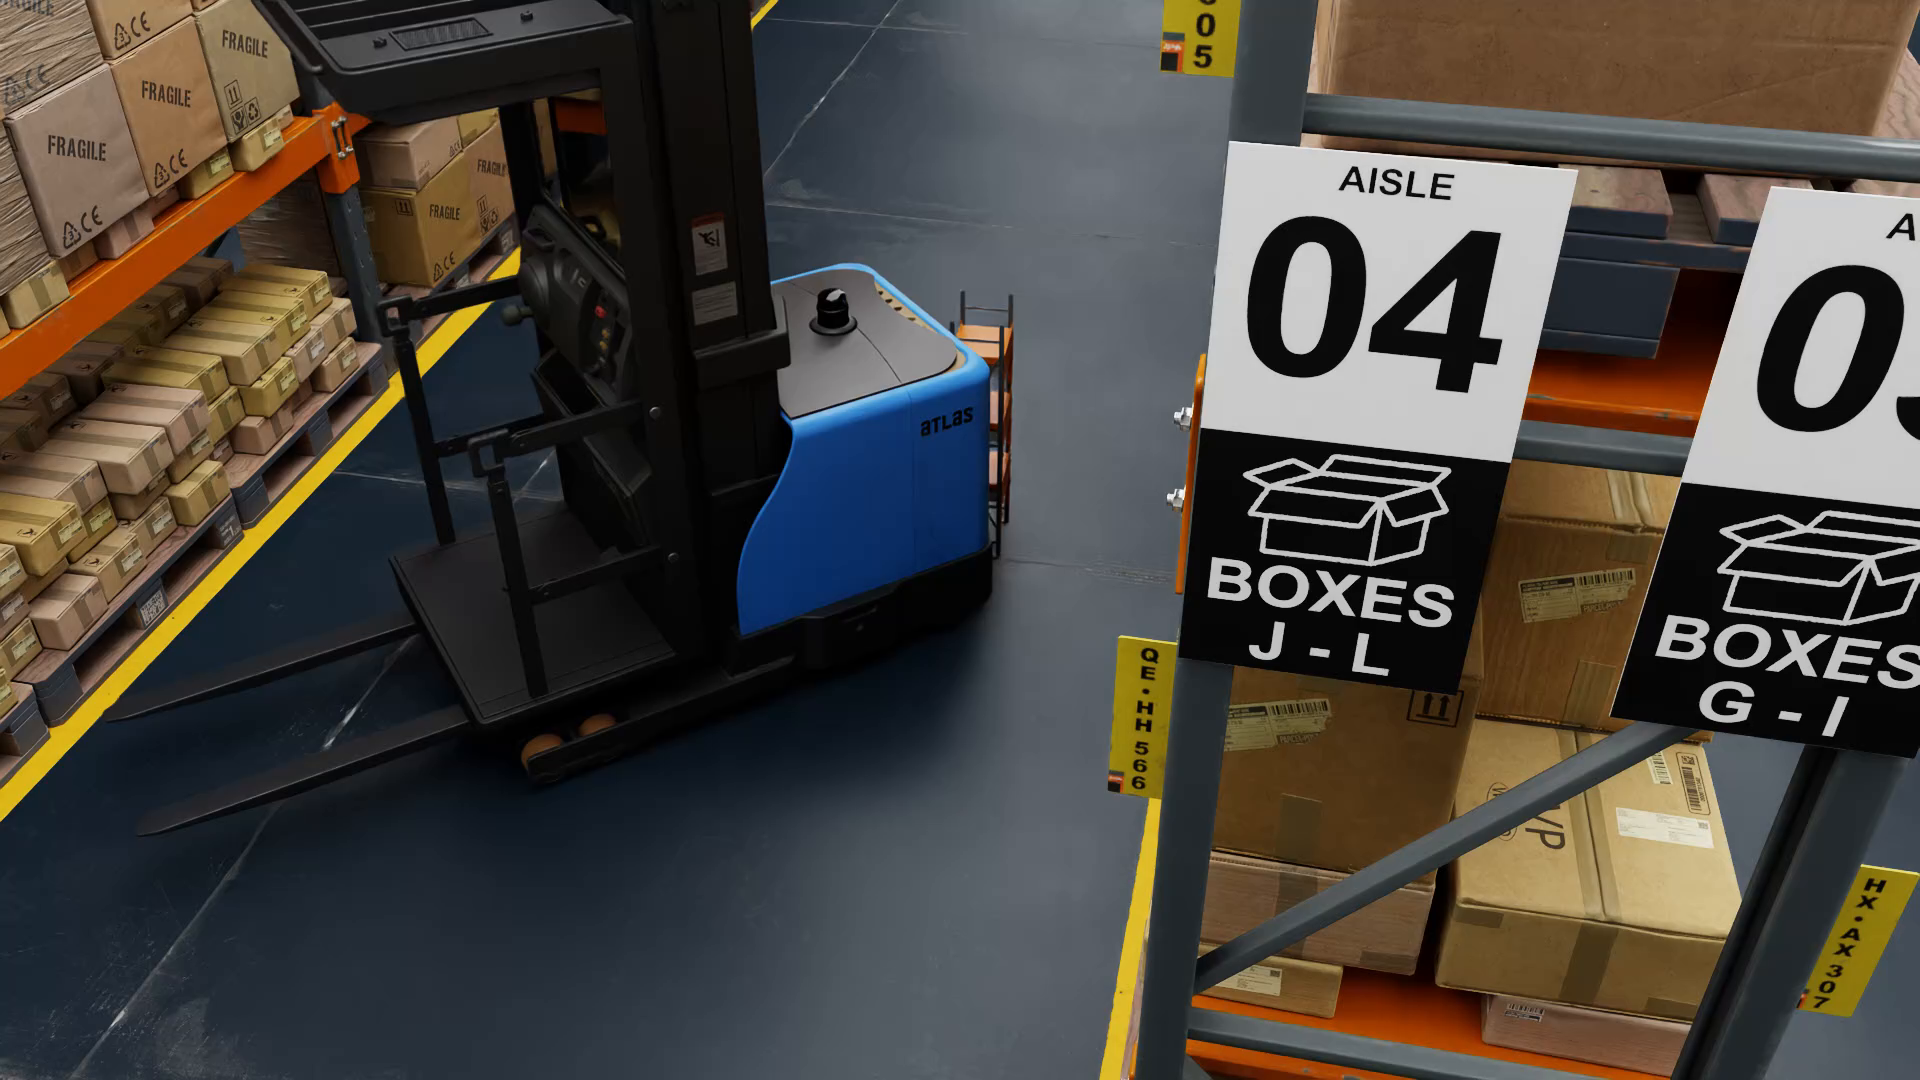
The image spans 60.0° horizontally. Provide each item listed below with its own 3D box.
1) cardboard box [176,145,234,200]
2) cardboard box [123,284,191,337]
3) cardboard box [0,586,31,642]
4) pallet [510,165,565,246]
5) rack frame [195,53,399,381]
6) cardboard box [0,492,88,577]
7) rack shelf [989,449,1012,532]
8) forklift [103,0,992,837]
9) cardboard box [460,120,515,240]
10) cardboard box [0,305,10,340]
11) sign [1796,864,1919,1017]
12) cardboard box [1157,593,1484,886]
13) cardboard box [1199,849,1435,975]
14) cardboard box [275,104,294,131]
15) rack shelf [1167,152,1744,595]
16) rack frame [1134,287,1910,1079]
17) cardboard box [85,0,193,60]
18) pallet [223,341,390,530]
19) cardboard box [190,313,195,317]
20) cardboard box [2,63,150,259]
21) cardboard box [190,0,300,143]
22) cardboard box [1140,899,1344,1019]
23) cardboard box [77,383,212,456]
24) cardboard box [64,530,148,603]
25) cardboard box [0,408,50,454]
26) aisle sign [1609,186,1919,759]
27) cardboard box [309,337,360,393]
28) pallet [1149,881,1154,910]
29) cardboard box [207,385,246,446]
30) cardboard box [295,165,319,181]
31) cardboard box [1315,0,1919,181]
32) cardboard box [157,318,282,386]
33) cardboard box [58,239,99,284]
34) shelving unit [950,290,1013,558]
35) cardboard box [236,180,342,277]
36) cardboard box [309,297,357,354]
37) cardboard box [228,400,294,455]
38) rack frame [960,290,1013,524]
[{"bbox_3d":[-3.049,-1.446,6.404,0.380,0.149,0.250,9,37,12],"label":"cardboard box"},{"bbox_3d":[-3.545,-0.983,7.115,0.380,0.149,0.250,9,37,12],"label":"cardboard box"},{"bbox_3d":[-3.440,0.242,5.678,0.380,0.149,0.250,6,36,8],"label":"cardboard box"},{"bbox_3d":[-2.729,-2.067,9.422,1.003,0.211,1.213,7,37,10],"label":"pallet"},{"bbox_3d":[-3.152,-2.048,7.020,1.000,3.000,0.127,7,37,10],"label":"rack frame"},{"bbox_3d":[-3.301,-0.026,5.795,0.380,0.149,0.250,8,37,11],"label":"cardboard box"},{"bbox_3d":[0.081,-0.200,6.623,0.215,0.259,0.240,5,36,7],"label":"rack shelf"},{"bbox_3d":[-1.407,-0.721,5.247,3.031,2.935,1.130,-19,40,-25],"label":"forklift"},{"bbox_3d":[-2.624,-1.900,8.588,0.500,0.500,0.500,9,37,12],"label":"cardboard box"},{"bbox_3d":[-3.334,-0.699,5.372,0.380,0.149,0.250,9,37,12],"label":"cardboard box"},{"bbox_3d":[1.358,0.615,2.540,0.100,0.325,0.005,7,37,10],"label":"sign"},{"bbox_3d":[0.664,0.249,3.086,0.500,0.500,0.500,8,37,11],"label":"cardboard box"},{"bbox_3d":[0.661,0.554,3.304,0.500,0.250,0.500,7,36,9],"label":"cardboard box"},{"bbox_3d":[-2.985,-1.753,6.827,0.380,0.149,0.250,7,37,9],"label":"cardboard box"},{"bbox_3d":[1.244,-1.145,3.831,1.077,0.370,4.000,7,37,10],"label":"rack shelf"},{"bbox_3d":[0.817,0.925,2.918,1.000,3.000,0.127,7,37,10],"label":"rack frame"},{"bbox_3d":[-3.094,-2.014,5.781,0.500,0.500,0.500,6,36,8],"label":"cardboard box"},{"bbox_3d":[-3.261,-0.530,7.301,1.003,0.211,1.213,7,37,10],"label":"pallet"},{"bbox_3d":[-3.543,-1.017,7.415,0.380,0.149,0.250,9,37,12],"label":"cardboard box"},{"bbox_3d":[-3.199,-1.314,5.668,0.500,0.500,0.500,7,37,10],"label":"cardboard box"},{"bbox_3d":[-2.980,-1.896,6.472,0.500,0.500,0.500,7,37,10],"label":"cardboard box"},{"bbox_3d":[0.571,0.781,3.331,0.380,0.149,0.250,8,37,11],"label":"cardboard box"},{"bbox_3d":[-3.135,-0.467,6.403,0.380,0.149,0.250,6,36,8],"label":"cardboard box"},{"bbox_3d":[-3.265,0.081,6.154,0.380,0.149,0.250,7,37,10],"label":"cardboard box"},{"bbox_3d":[-3.696,-0.377,6.279,0.380,0.149,0.250,6,36,8],"label":"cardboard box"},{"bbox_3d":[1.095,-0.049,2.046,0.394,0.787,0.004,7,37,10],"label":"aisle sign"},{"bbox_3d":[-2.903,-0.796,7.364,0.380,0.149,0.250,8,37,11],"label":"cardboard box"},{"bbox_3d":[1.174,0.888,5.345,1.003,0.211,1.213,7,37,10],"label":"pallet"},{"bbox_3d":[-3.144,-0.520,6.729,0.380,0.149,0.250,8,37,10],"label":"cardboard box"},{"bbox_3d":[-3.240,-1.968,8.043,0.500,0.250,0.500,6,36,9],"label":"cardboard box"},{"bbox_3d":[0.876,-0.846,2.277,0.700,0.500,0.500,5,36,7],"label":"cardboard box"},{"bbox_3d":[-3.036,-0.773,6.825,0.380,0.149,0.250,7,37,10],"label":"cardboard box"},{"bbox_3d":[-3.263,-1.003,5.792,0.380,0.149,0.250,7,36,9],"label":"cardboard box"},{"bbox_3d":[0.081,-0.434,6.454,0.215,1.050,0.252,5,36,7],"label":"shelving unit"},{"bbox_3d":[-3.241,-1.662,8.259,0.500,0.500,0.500,7,36,9],"label":"cardboard box"},{"bbox_3d":[-2.909,-0.964,7.342,0.380,0.149,0.250,8,37,11],"label":"cardboard box"},{"bbox_3d":[-3.034,-0.498,6.953,0.380,0.149,0.250,6,36,8],"label":"cardboard box"},{"bbox_3d":[0.101,-0.504,6.551,0.200,1.050,0.008,5,36,7],"label":"rack frame"}]
